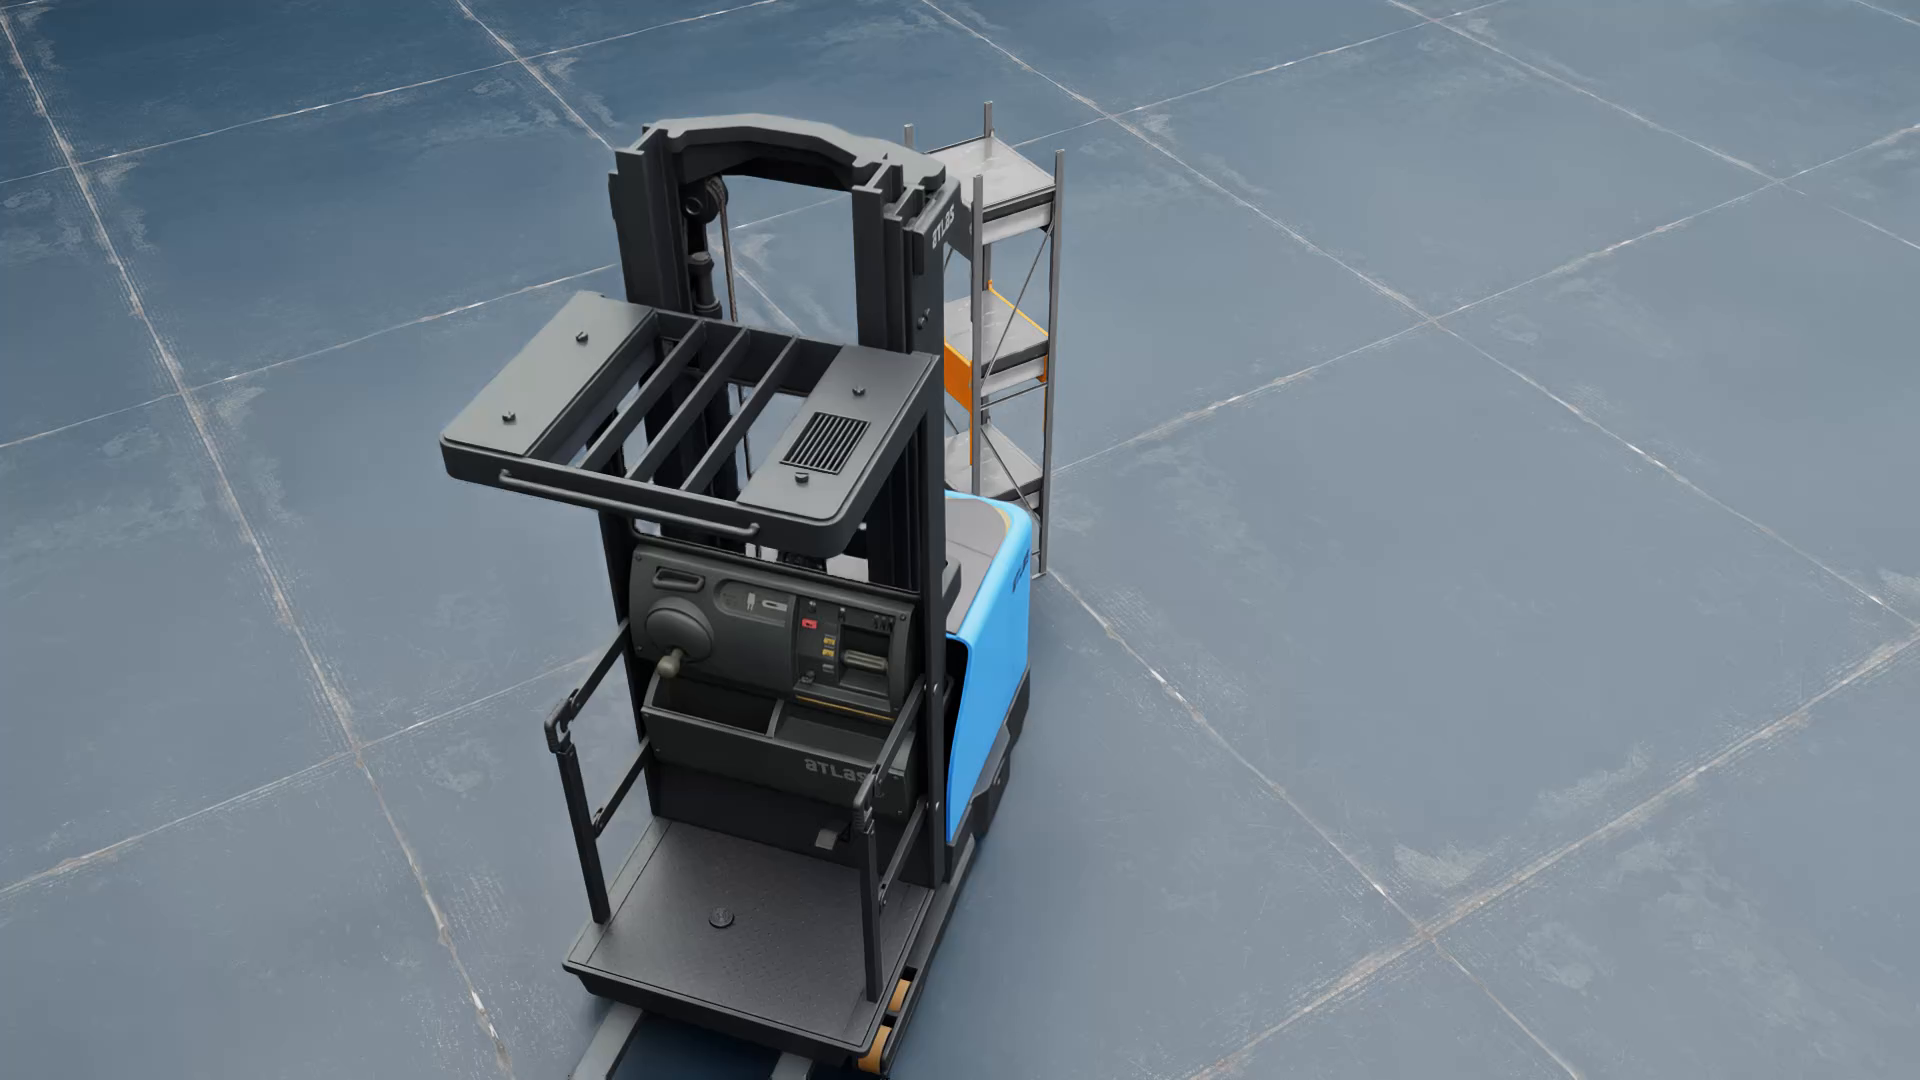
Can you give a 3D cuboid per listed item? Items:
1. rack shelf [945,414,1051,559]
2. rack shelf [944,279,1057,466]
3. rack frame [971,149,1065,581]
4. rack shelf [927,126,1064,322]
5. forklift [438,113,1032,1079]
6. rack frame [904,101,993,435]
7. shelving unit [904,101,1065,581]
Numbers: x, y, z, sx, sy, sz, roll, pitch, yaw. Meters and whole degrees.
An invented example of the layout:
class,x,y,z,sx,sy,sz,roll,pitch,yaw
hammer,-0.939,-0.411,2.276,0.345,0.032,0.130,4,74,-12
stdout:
class,x,y,z,sx,sy,sz,roll,pitch,yaw
rack shelf,0.089,-0.169,7.427,0.431,0.518,0.480,-22,45,-24
rack shelf,0.089,-0.707,6.979,0.431,0.518,0.480,-22,45,-24
rack frame,0.220,-0.586,6.813,0.400,2.100,0.015,-22,45,-24
rack shelf,0.089,-1.245,6.531,0.431,0.518,0.480,-22,45,-24
forklift,-0.663,0.371,5.015,1.130,2.935,3.031,12,41,14
rack frame,-0.042,-0.849,7.129,0.400,2.100,0.015,-22,45,-24
shelving unit,0.089,-0.717,6.971,0.431,2.100,0.503,-22,45,-24
